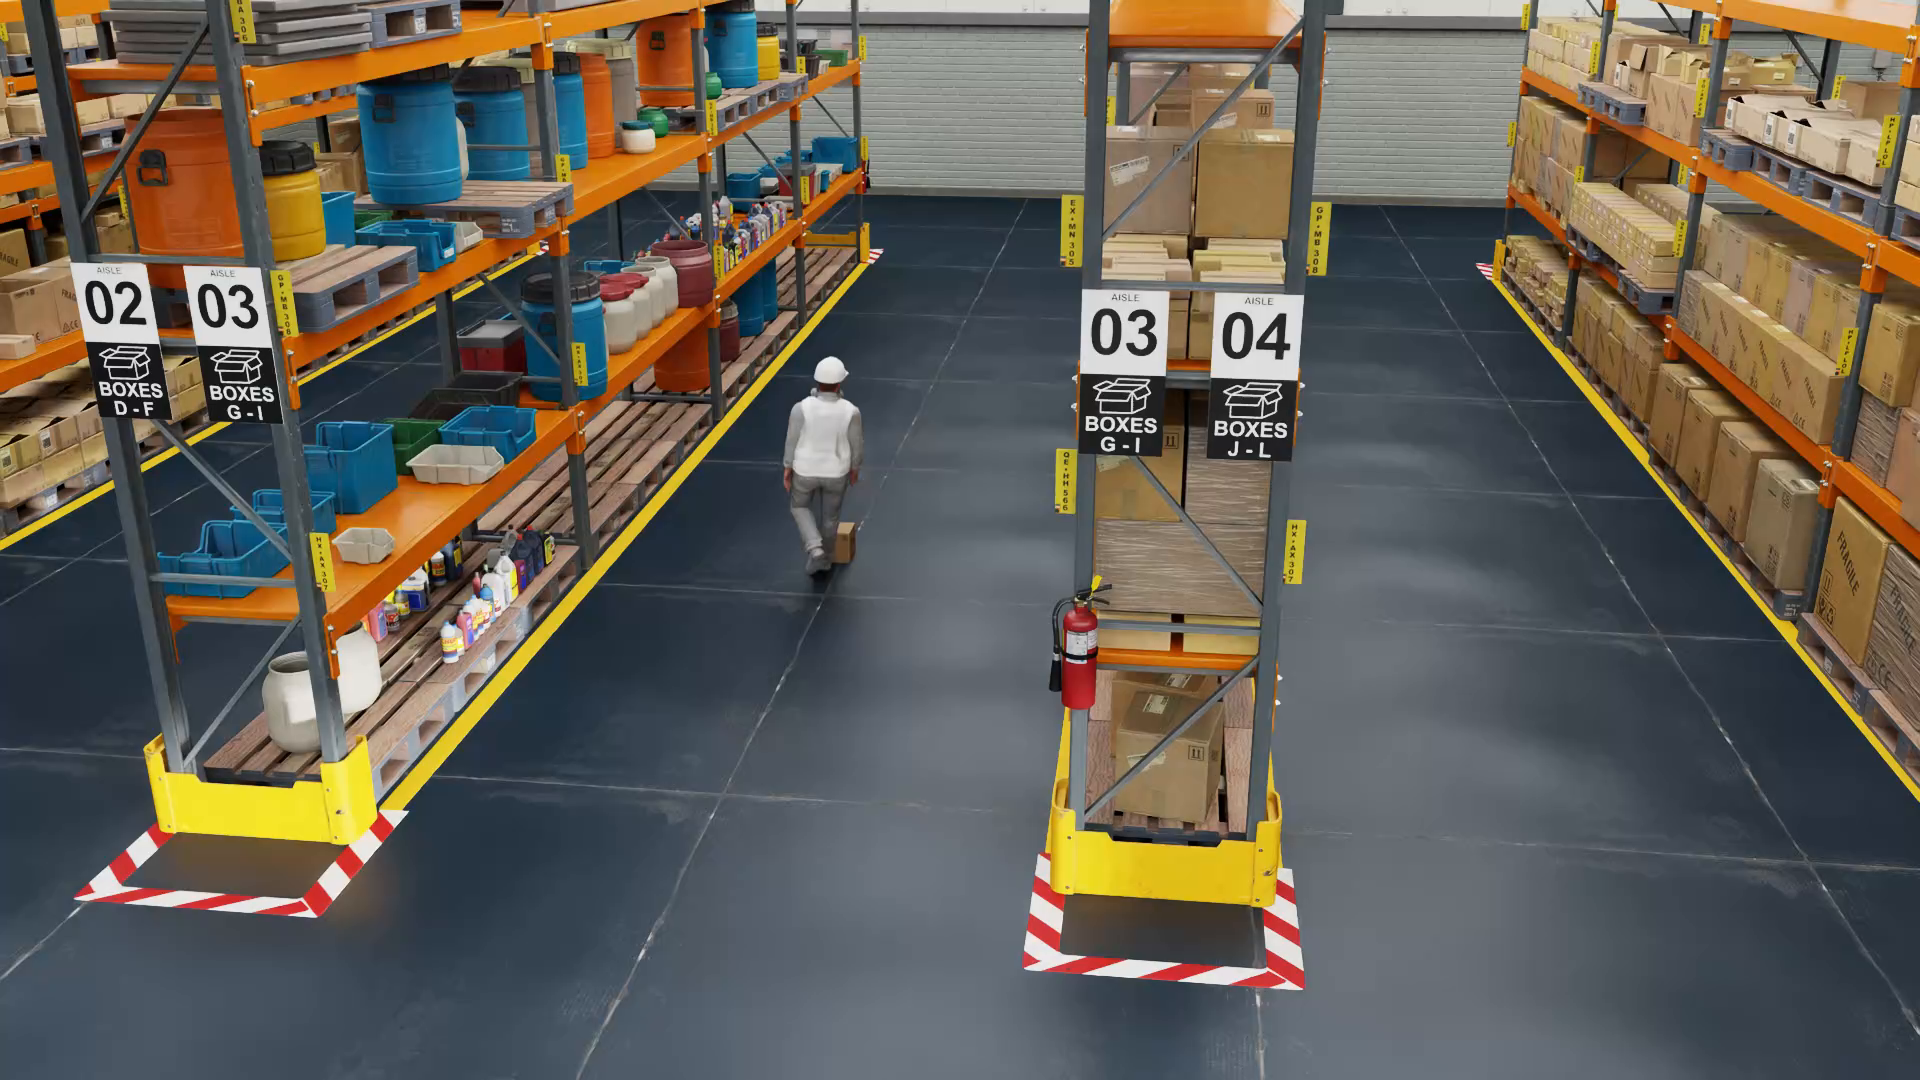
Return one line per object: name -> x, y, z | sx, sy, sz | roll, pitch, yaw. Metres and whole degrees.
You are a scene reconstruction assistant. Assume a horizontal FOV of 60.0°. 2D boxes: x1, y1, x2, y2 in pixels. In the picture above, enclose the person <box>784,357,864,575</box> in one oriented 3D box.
person -> -1.029, -0.559, 12.488 | 0.601, 1.752, 0.688 | -3, 21, -7
